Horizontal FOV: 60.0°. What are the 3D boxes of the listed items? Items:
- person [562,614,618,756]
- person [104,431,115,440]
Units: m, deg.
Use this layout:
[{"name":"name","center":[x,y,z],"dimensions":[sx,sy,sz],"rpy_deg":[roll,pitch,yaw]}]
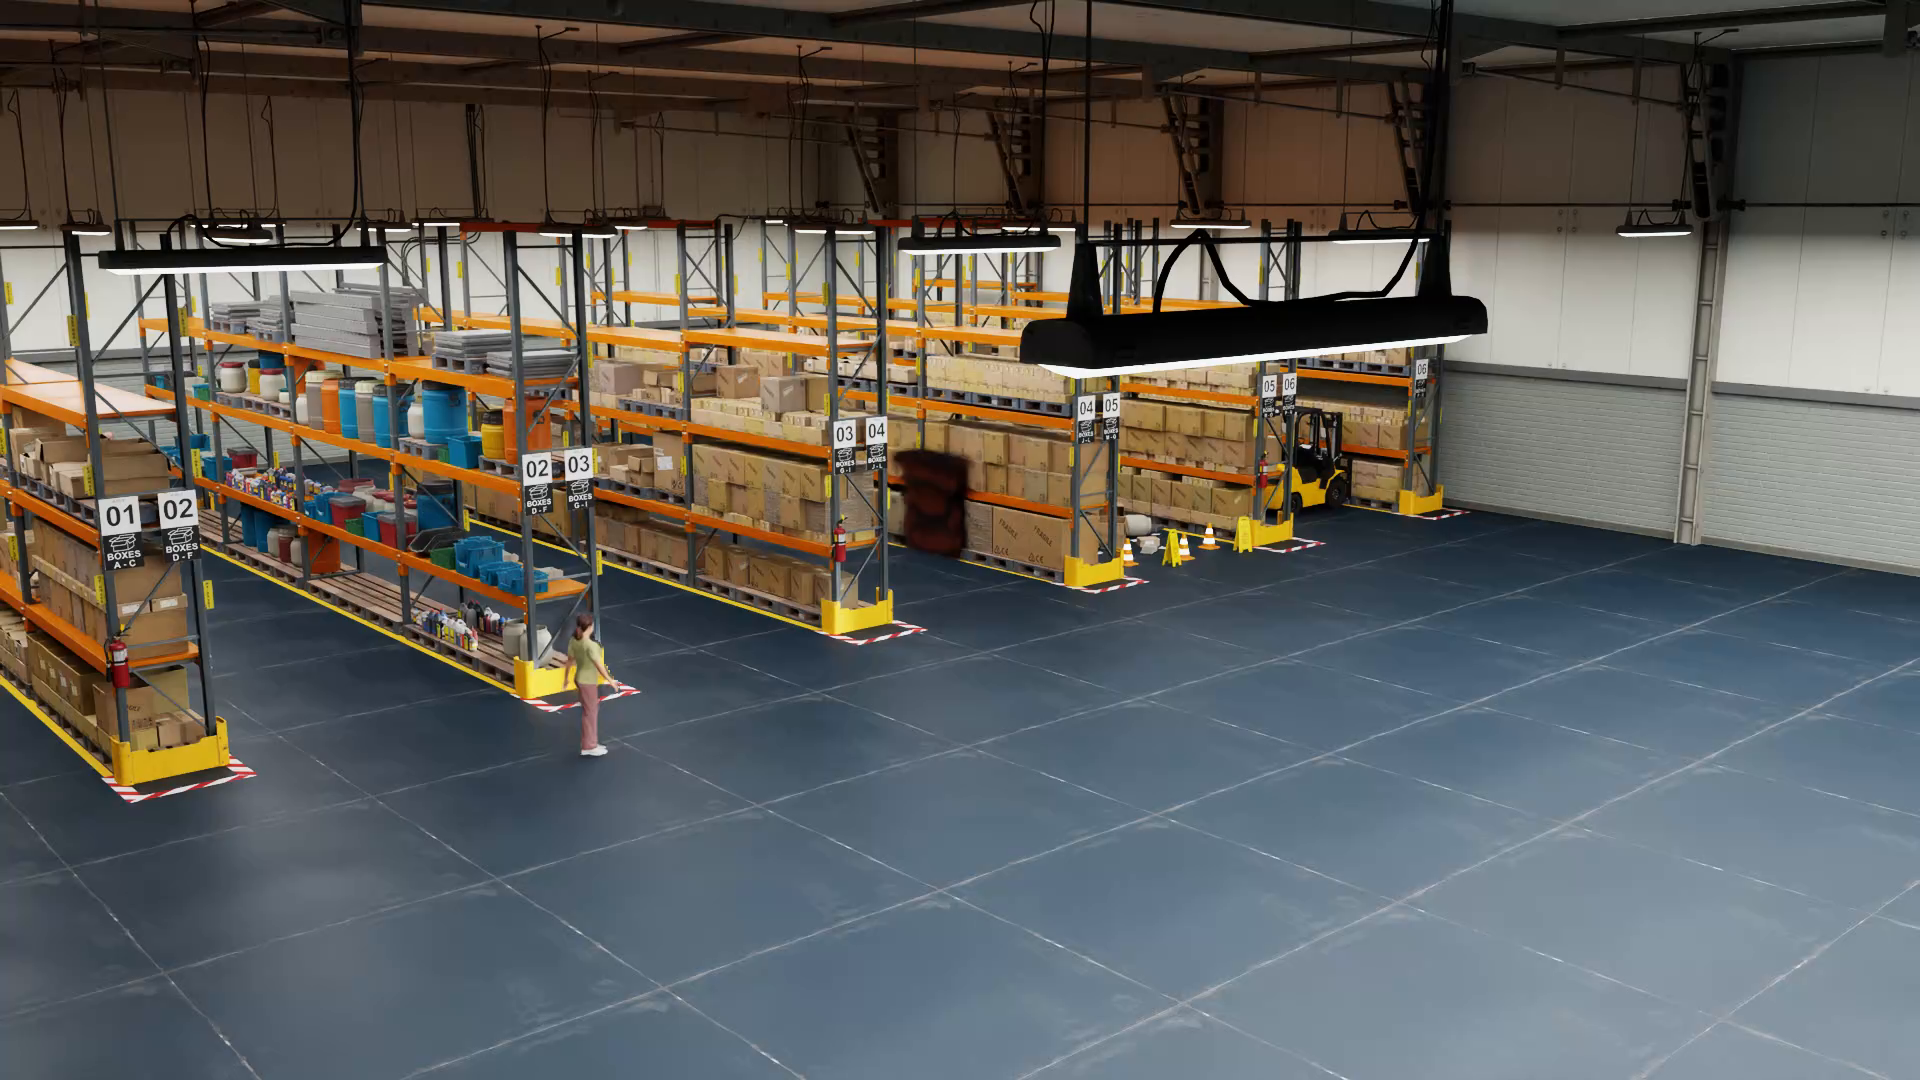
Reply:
[{"name":"person","center":[-4.298,1.694,19.328],"dimensions":[0.570,1.714,0.482],"rpy_deg":[-5,13,-25]},{"name":"person","center":[-17.500,-1.373,34.242],"dimensions":[0.677,1.727,1.160],"rpy_deg":[-7,13,-31]}]
